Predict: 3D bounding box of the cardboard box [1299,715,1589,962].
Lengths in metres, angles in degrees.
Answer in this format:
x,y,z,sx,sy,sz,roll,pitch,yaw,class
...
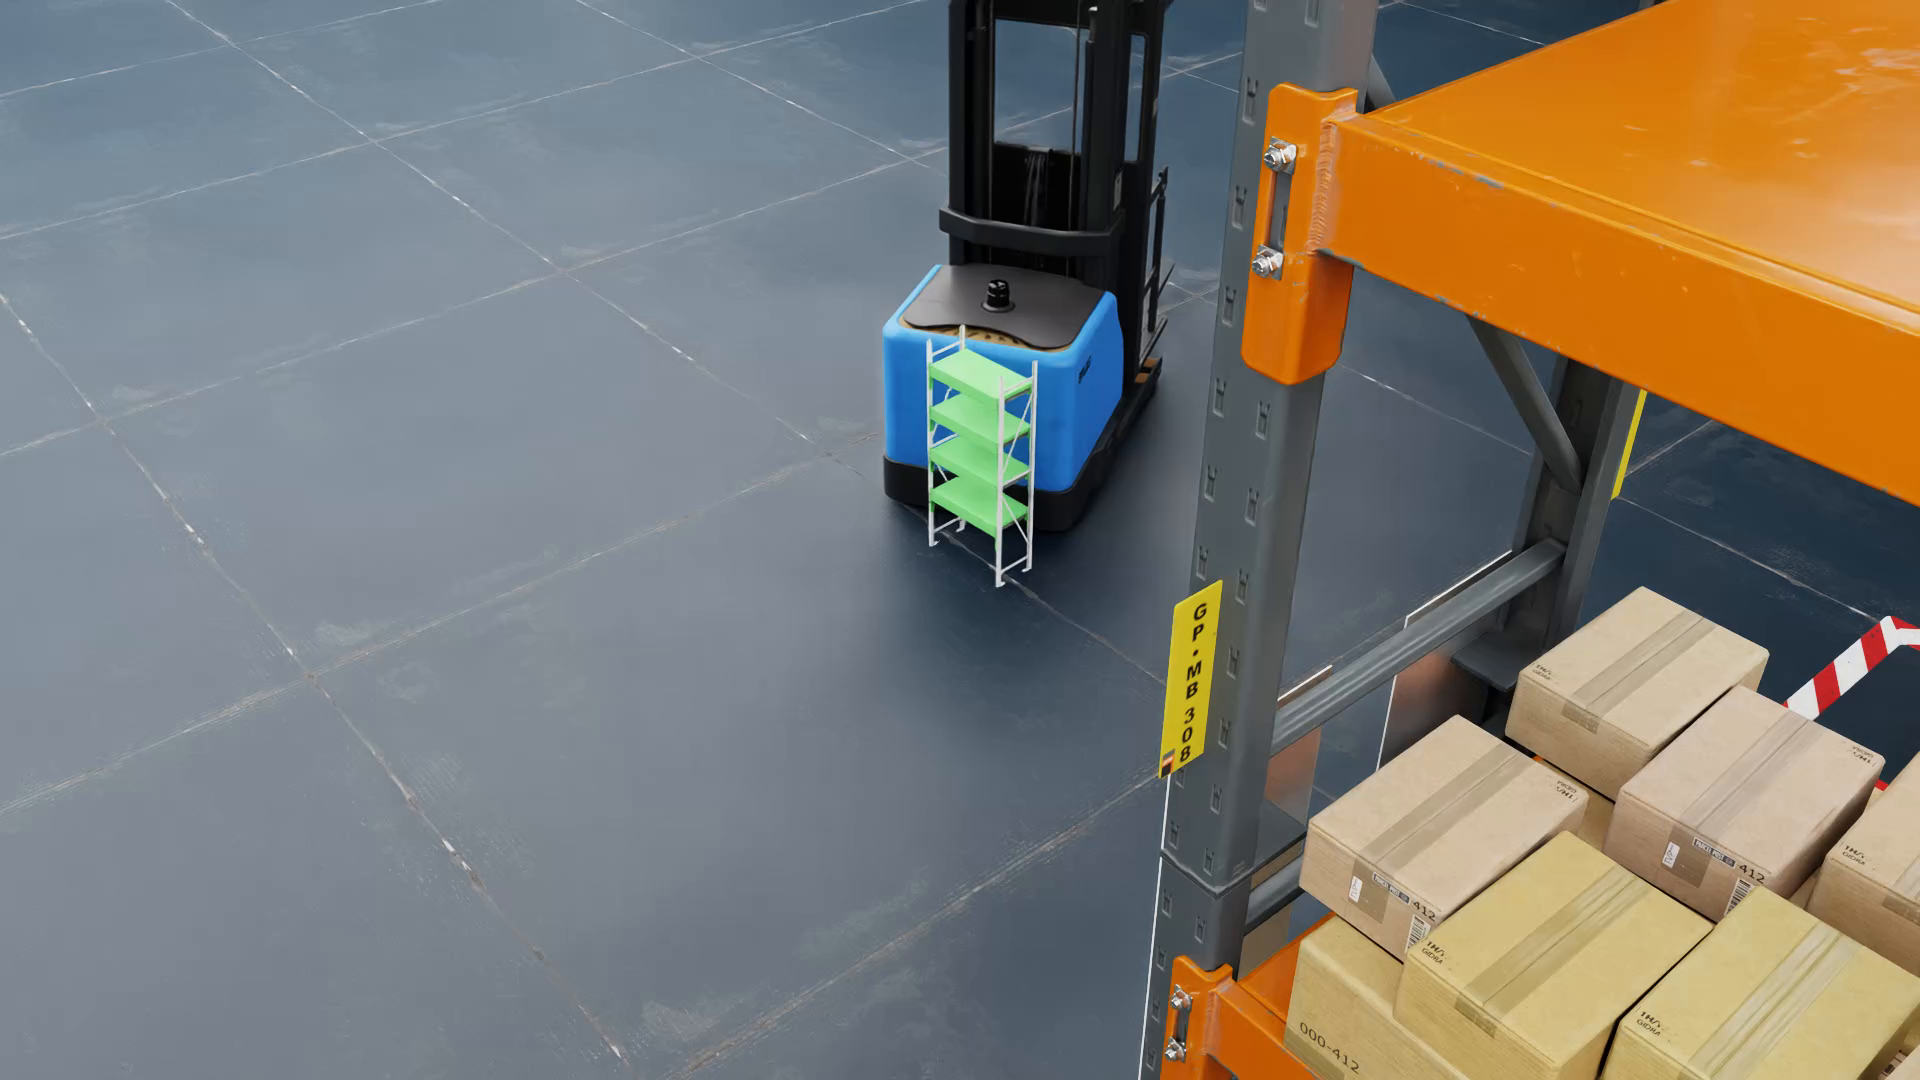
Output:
x,y,z,sx,sy,sz,roll,pitch,yaw,class
0.751,0.466,2.587,0.380,0.149,0.250,-26,43,-32,cardboard box

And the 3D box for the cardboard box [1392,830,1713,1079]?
x,y,z,sx,sy,sz,roll,pitch,yaw,class
0.845,0.617,2.374,0.380,0.149,0.250,-25,42,-31,cardboard box

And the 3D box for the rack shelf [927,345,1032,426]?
x,y,z,sx,sy,sz,roll,pitch,yaw,class
0.101,-0.741,7.939,0.258,0.148,0.480,-29,45,-34,rack shelf

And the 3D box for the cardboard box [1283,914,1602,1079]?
x,y,z,sx,sy,sz,roll,pitch,yaw,class
0.864,0.730,2.559,0.500,0.250,0.500,-25,42,-30,cardboard box

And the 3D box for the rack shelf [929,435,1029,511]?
x,y,z,sx,sy,sz,roll,pitch,yaw,class
0.101,-0.349,8.216,0.258,0.148,0.480,-29,45,-34,rack shelf

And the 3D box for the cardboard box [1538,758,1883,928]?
x,y,z,sx,sy,sz,roll,pitch,yaw,class
1.255,0.539,2.829,0.500,0.250,0.500,-25,42,-31,cardboard box

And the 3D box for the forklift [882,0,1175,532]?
x,y,z,sx,sy,sz,roll,pitch,yaw,class
0.571,-2.089,9.065,1.130,2.935,3.031,12,37,16,forklift

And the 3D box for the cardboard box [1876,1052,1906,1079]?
x,y,z,sx,sy,sz,roll,pitch,yaw,class
1.201,0.956,2.241,0.500,0.250,0.500,-27,43,-33,cardboard box

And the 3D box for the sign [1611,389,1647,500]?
x,y,z,sx,sy,sz,roll,pitch,yaw,class
1.187,-0.200,2.976,0.100,0.325,0.005,-26,43,-32,sign

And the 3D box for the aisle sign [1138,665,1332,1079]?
x,y,z,sx,sy,sz,roll,pitch,yaw,class
0.481,0.608,2.948,0.394,0.787,0.004,-26,43,-32,aisle sign

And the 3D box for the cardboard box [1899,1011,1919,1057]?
x,y,z,sx,sy,sz,roll,pitch,yaw,class
1.580,0.759,2.519,0.500,0.250,0.500,-26,43,-32,cardboard box

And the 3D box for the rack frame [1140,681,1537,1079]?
x,y,z,sx,sy,sz,roll,pitch,yaw,class
0.750,1.584,3.819,1.000,3.000,0.127,-26,43,-32,rack frame

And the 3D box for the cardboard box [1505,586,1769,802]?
x,y,z,sx,sy,sz,roll,pitch,yaw,class
1.168,0.265,2.872,0.380,0.149,0.250,-26,43,-32,cardboard box

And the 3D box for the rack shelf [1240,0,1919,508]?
x,y,z,sx,sy,sz,roll,pitch,yaw,class
2.041,0.314,1.047,1.077,0.370,4.000,-26,43,-32,rack shelf

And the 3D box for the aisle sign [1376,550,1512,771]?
x,y,z,sx,sy,sz,roll,pitch,yaw,class
0.939,0.384,3.264,0.394,0.787,0.004,-26,43,-32,aisle sign

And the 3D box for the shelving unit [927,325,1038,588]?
x,y,z,sx,sy,sz,roll,pitch,yaw,class
0.101,-0.401,8.179,0.258,1.200,0.503,-29,45,-34,shelving unit

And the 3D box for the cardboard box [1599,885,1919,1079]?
x,y,z,sx,sy,sz,roll,pitch,yaw,class
1.102,0.682,2.282,0.380,0.149,0.250,-27,43,-33,cardboard box

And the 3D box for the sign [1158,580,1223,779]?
x,y,z,sx,sy,sz,roll,pitch,yaw,class
0.336,0.206,2.414,0.100,0.325,0.005,-26,43,-32,sign

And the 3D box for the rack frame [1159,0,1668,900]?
x,y,z,sx,sy,sz,roll,pitch,yaw,class
0.750,-0.864,2.085,1.000,3.000,0.127,-26,43,-32,rack frame

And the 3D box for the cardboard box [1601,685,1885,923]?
x,y,z,sx,sy,sz,roll,pitch,yaw,class
1.246,0.423,2.648,0.380,0.149,0.250,-28,44,-33,cardboard box

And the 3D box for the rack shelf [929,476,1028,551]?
x,y,z,sx,sy,sz,roll,pitch,yaw,class
0.101,-0.153,8.355,0.258,0.148,0.480,-29,45,-34,rack shelf

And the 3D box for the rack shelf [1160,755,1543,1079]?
x,y,z,sx,sy,sz,roll,pitch,yaw,class
2.041,1.537,1.913,1.077,0.370,4.000,-26,43,-32,rack shelf

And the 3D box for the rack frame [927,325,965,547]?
x,y,z,sx,sy,sz,roll,pitch,yaw,class
-0.068,-0.503,8.323,0.240,1.200,0.015,-29,45,-34,rack frame

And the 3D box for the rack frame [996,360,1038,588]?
x,y,z,sx,sy,sz,roll,pitch,yaw,class
0.271,-0.299,8.036,0.240,1.200,0.015,-29,45,-34,rack frame

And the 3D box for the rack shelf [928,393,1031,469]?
x,y,z,sx,sy,sz,roll,pitch,yaw,class
0.101,-0.545,8.077,0.258,0.148,0.480,-29,45,-34,rack shelf

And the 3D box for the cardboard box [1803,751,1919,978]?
x,y,z,sx,sy,sz,roll,pitch,yaw,class
1.506,0.503,2.535,0.380,0.149,0.250,-28,44,-34,cardboard box
